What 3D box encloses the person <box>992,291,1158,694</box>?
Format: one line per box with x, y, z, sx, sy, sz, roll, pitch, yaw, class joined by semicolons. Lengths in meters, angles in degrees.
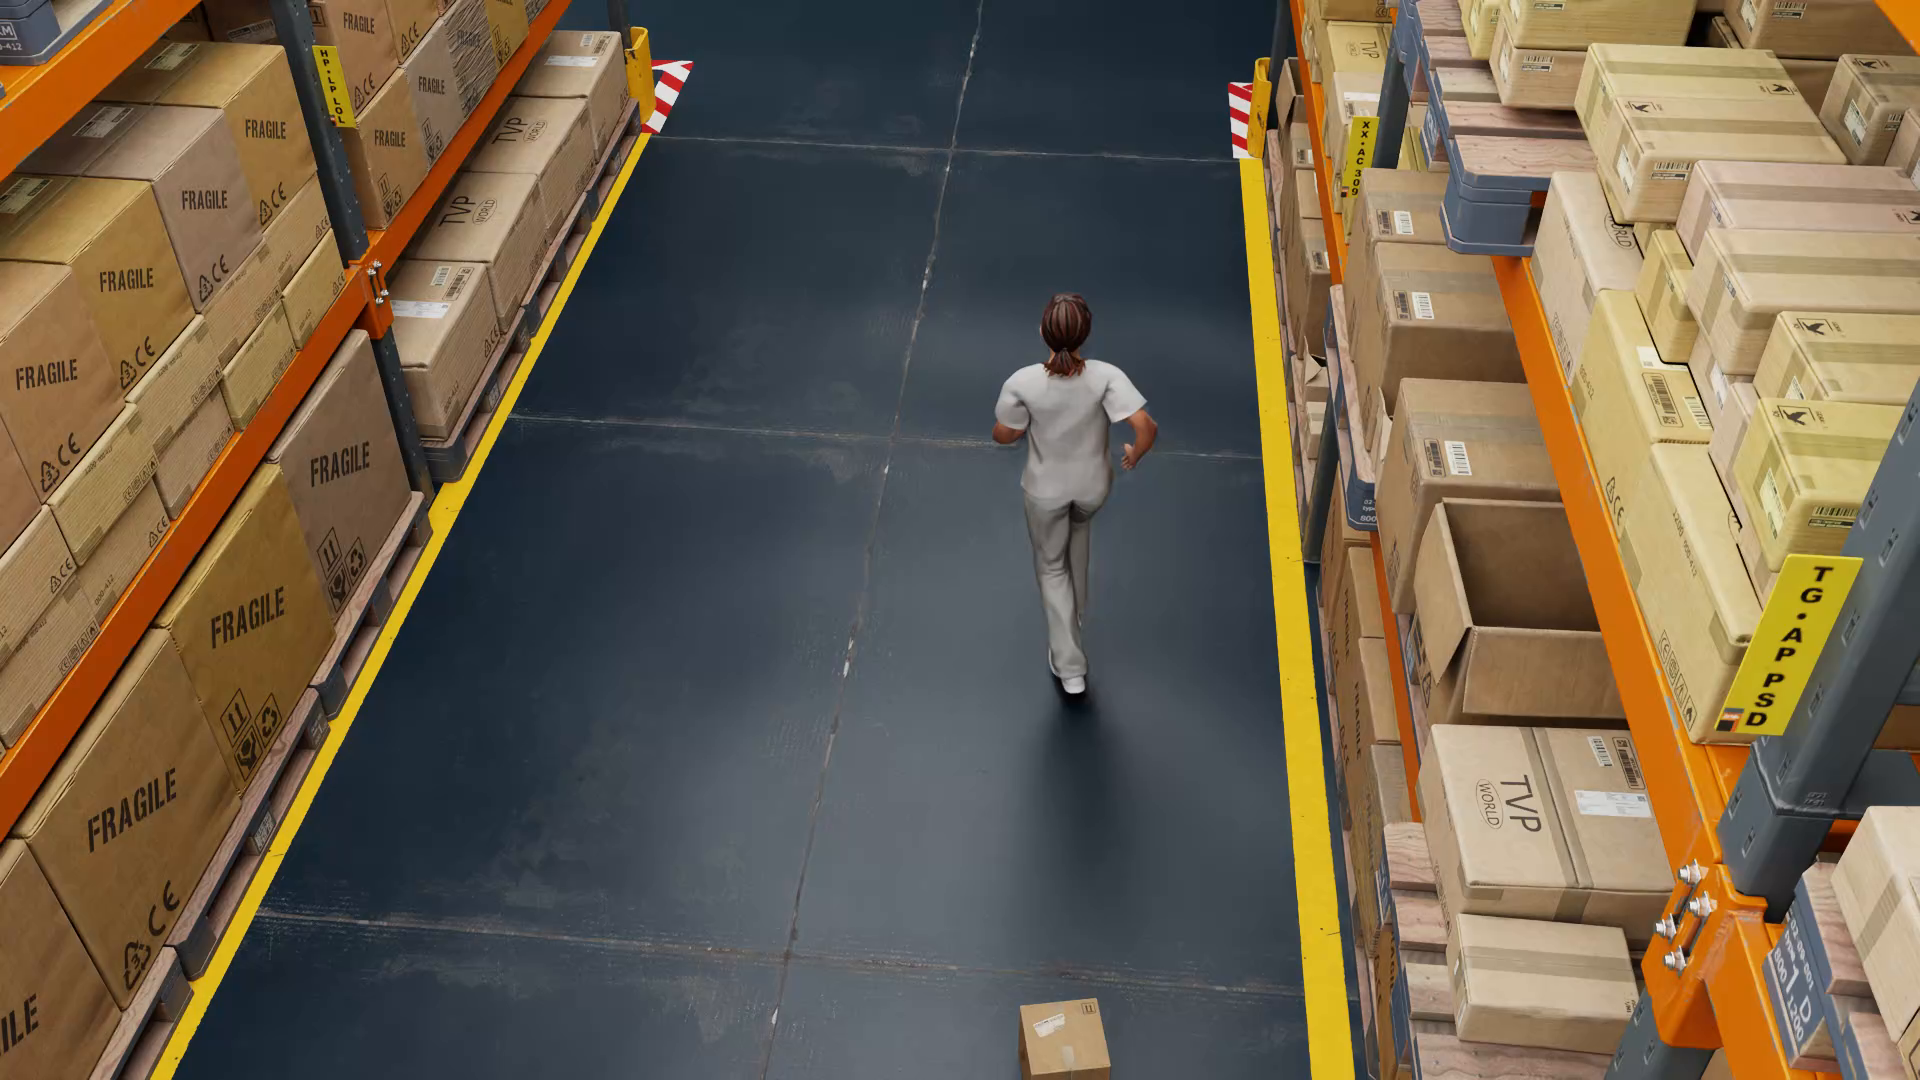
0.416;-0.162;6.365;0.580;1.702;0.681;-4;40;-5;person
